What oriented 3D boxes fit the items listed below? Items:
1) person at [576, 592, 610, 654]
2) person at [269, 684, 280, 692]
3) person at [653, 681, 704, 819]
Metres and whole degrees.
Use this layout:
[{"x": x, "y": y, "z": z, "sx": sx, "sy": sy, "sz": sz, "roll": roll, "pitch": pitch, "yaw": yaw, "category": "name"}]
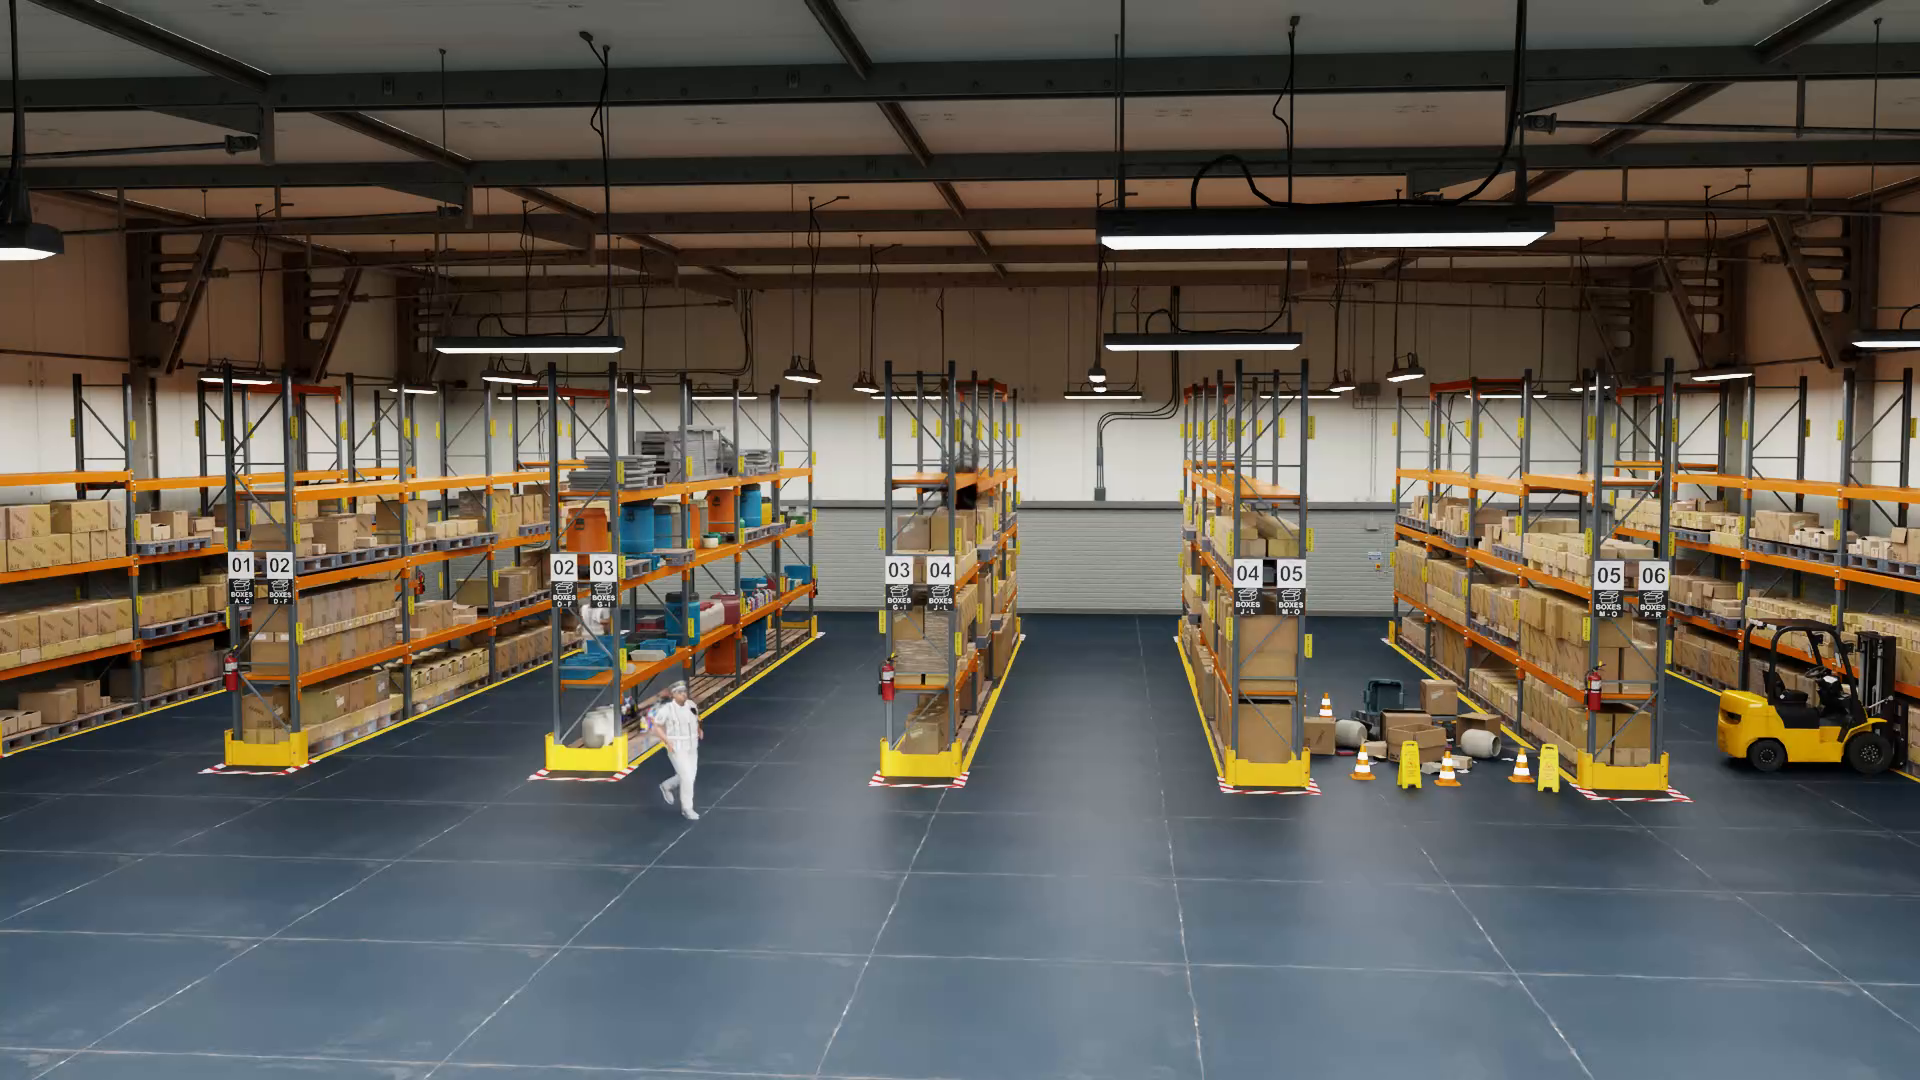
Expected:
[{"x": -7.297, "y": 1.906, "z": 33.060, "sx": 0.680, "sy": 1.777, "sz": 0.988, "roll": 0, "pitch": 4, "yaw": -3, "category": "person"}, {"x": -12.351, "y": 2.171, "z": 29.920, "sx": 0.602, "sy": 1.663, "sz": 0.894, "roll": 0, "pitch": 4, "yaw": -3, "category": "person"}, {"x": -3.647, "y": 2.706, "z": 21.676, "sx": 0.793, "sy": 1.787, "sz": 0.648, "roll": 3, "pitch": 5, "yaw": 42, "category": "person"}]
